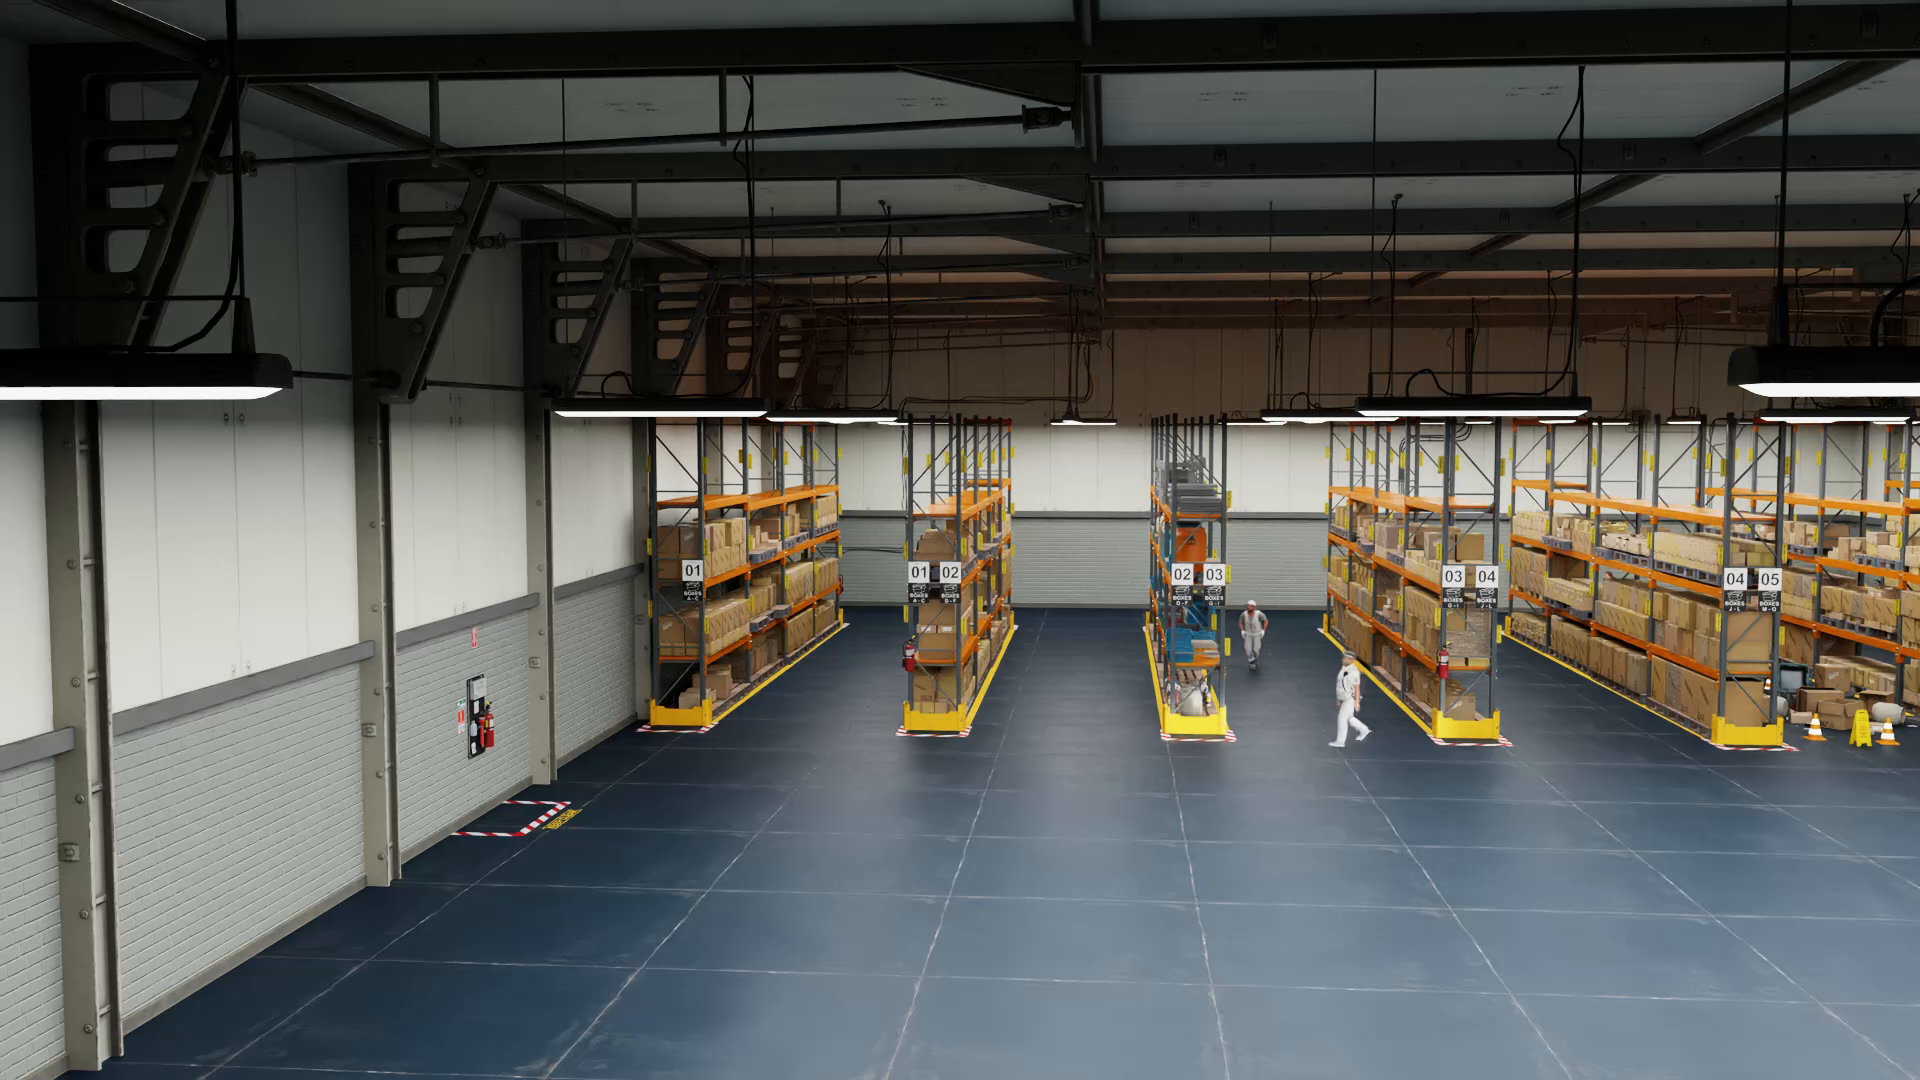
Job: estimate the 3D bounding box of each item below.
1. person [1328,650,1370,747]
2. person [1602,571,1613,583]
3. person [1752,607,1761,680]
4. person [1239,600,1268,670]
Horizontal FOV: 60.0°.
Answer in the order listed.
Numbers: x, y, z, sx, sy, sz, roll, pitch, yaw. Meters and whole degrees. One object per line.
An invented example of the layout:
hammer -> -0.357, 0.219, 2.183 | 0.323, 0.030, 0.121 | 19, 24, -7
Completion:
person -> 7.029, 2.831, 29.894 | 0.981, 1.731, 0.538 | -1, 4, -21
person -> 18.582, 1.698, 47.495 | 0.802, 1.642, 0.446 | -1, 4, -15
person -> 18.012, 2.351, 37.733 | 0.481, 1.678, 0.511 | -1, 4, -16
person -> 6.924, 2.245, 39.246 | 0.697, 1.688, 0.618 | 1, 4, 14
